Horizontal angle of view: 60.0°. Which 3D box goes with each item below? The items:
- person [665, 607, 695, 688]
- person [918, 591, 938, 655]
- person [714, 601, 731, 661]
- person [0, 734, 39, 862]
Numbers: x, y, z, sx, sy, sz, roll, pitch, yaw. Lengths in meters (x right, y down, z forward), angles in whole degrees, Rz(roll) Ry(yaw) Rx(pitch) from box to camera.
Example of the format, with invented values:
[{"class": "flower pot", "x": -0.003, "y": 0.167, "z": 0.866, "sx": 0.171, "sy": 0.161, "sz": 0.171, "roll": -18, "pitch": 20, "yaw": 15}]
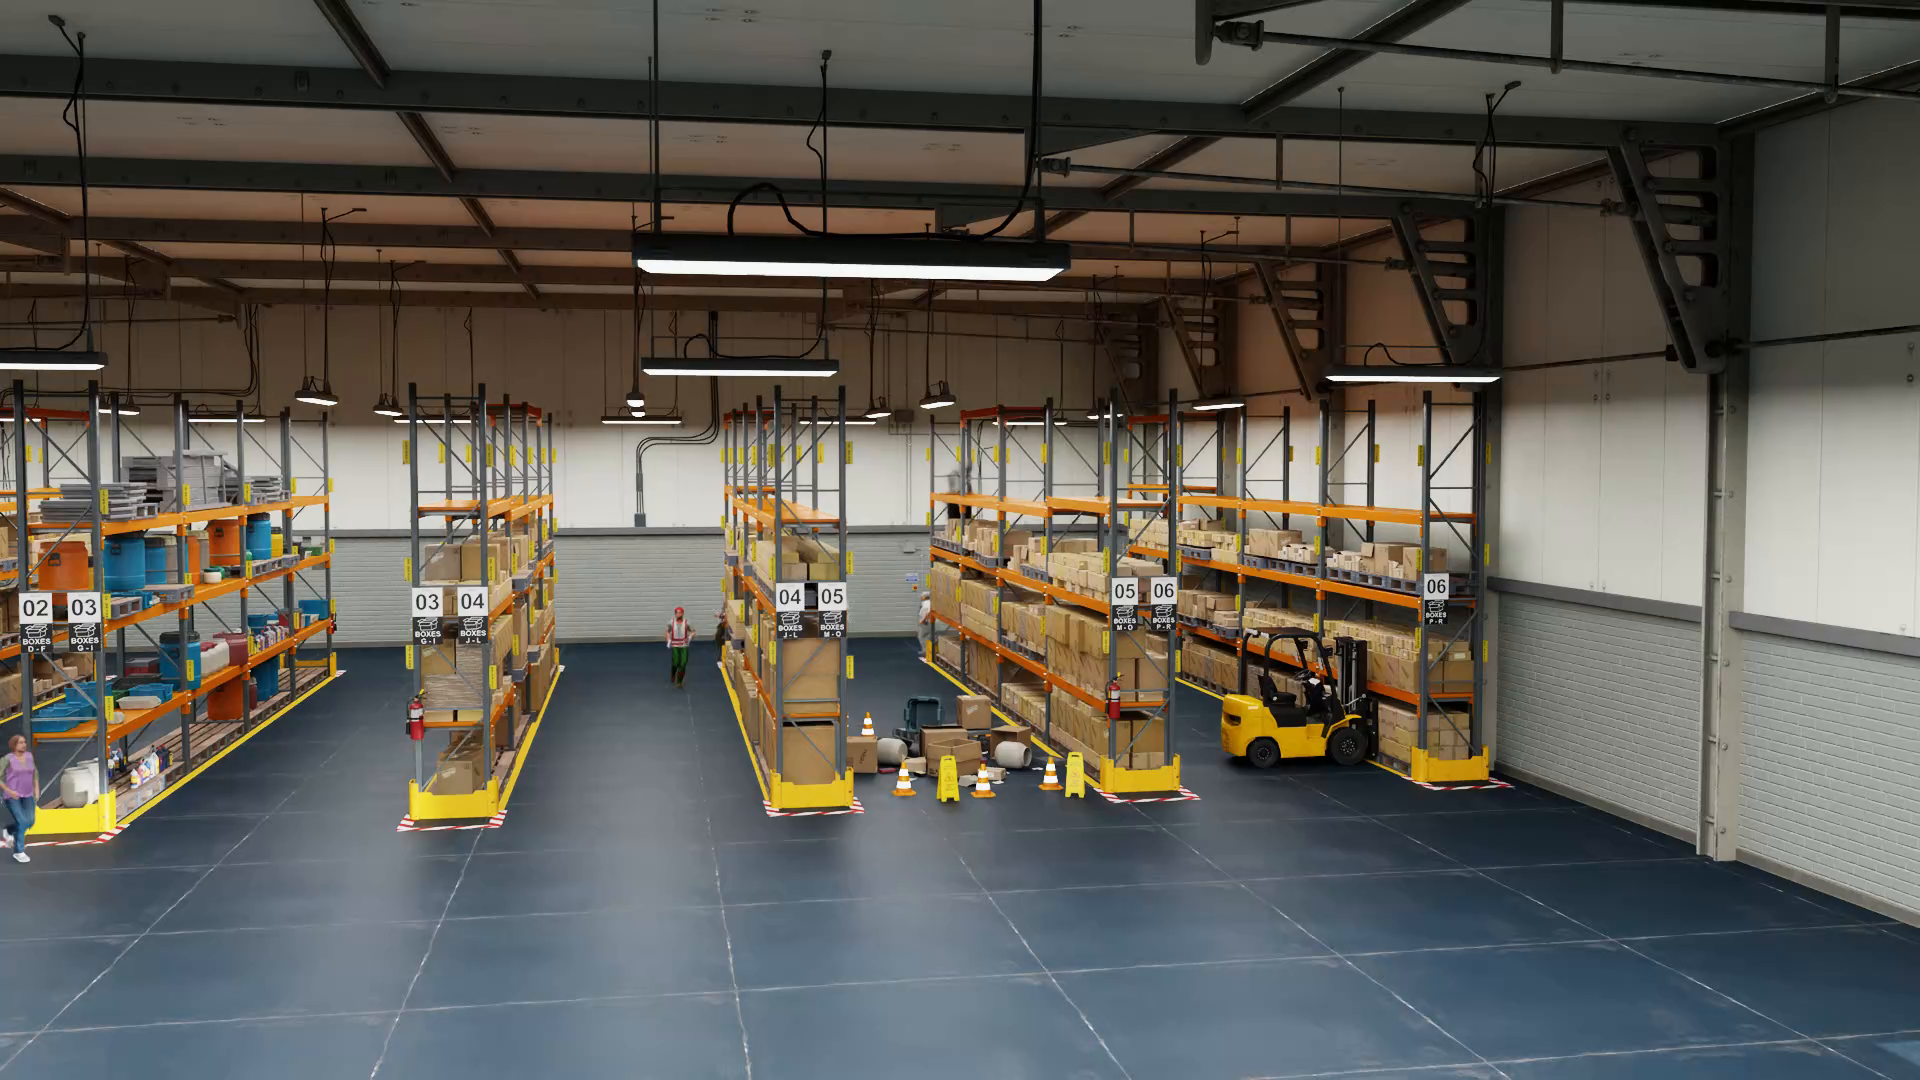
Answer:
[{"class": "person", "x": -6.037, "y": 2.312, "z": 35.921, "sx": 0.642, "sy": 1.751, "sz": 0.622, "roll": 0, "pitch": 3, "yaw": -10}, {"class": "person", "x": -0.785, "y": 2.088, "z": 41.753, "sx": 0.562, "sy": 1.614, "sz": 0.694, "roll": 0, "pitch": 3, "yaw": 1}, {"class": "person", "x": -5.623, "y": 2.091, "z": 40.537, "sx": 0.739, "sy": 1.808, "sz": 0.683, "roll": -1, "pitch": 3, "yaw": -25}, {"class": "person", "x": -11.728, "y": 3.191, "z": 20.662, "sx": 0.562, "sy": 1.565, "sz": 0.573, "roll": 1, "pitch": 3, "yaw": 27}]
